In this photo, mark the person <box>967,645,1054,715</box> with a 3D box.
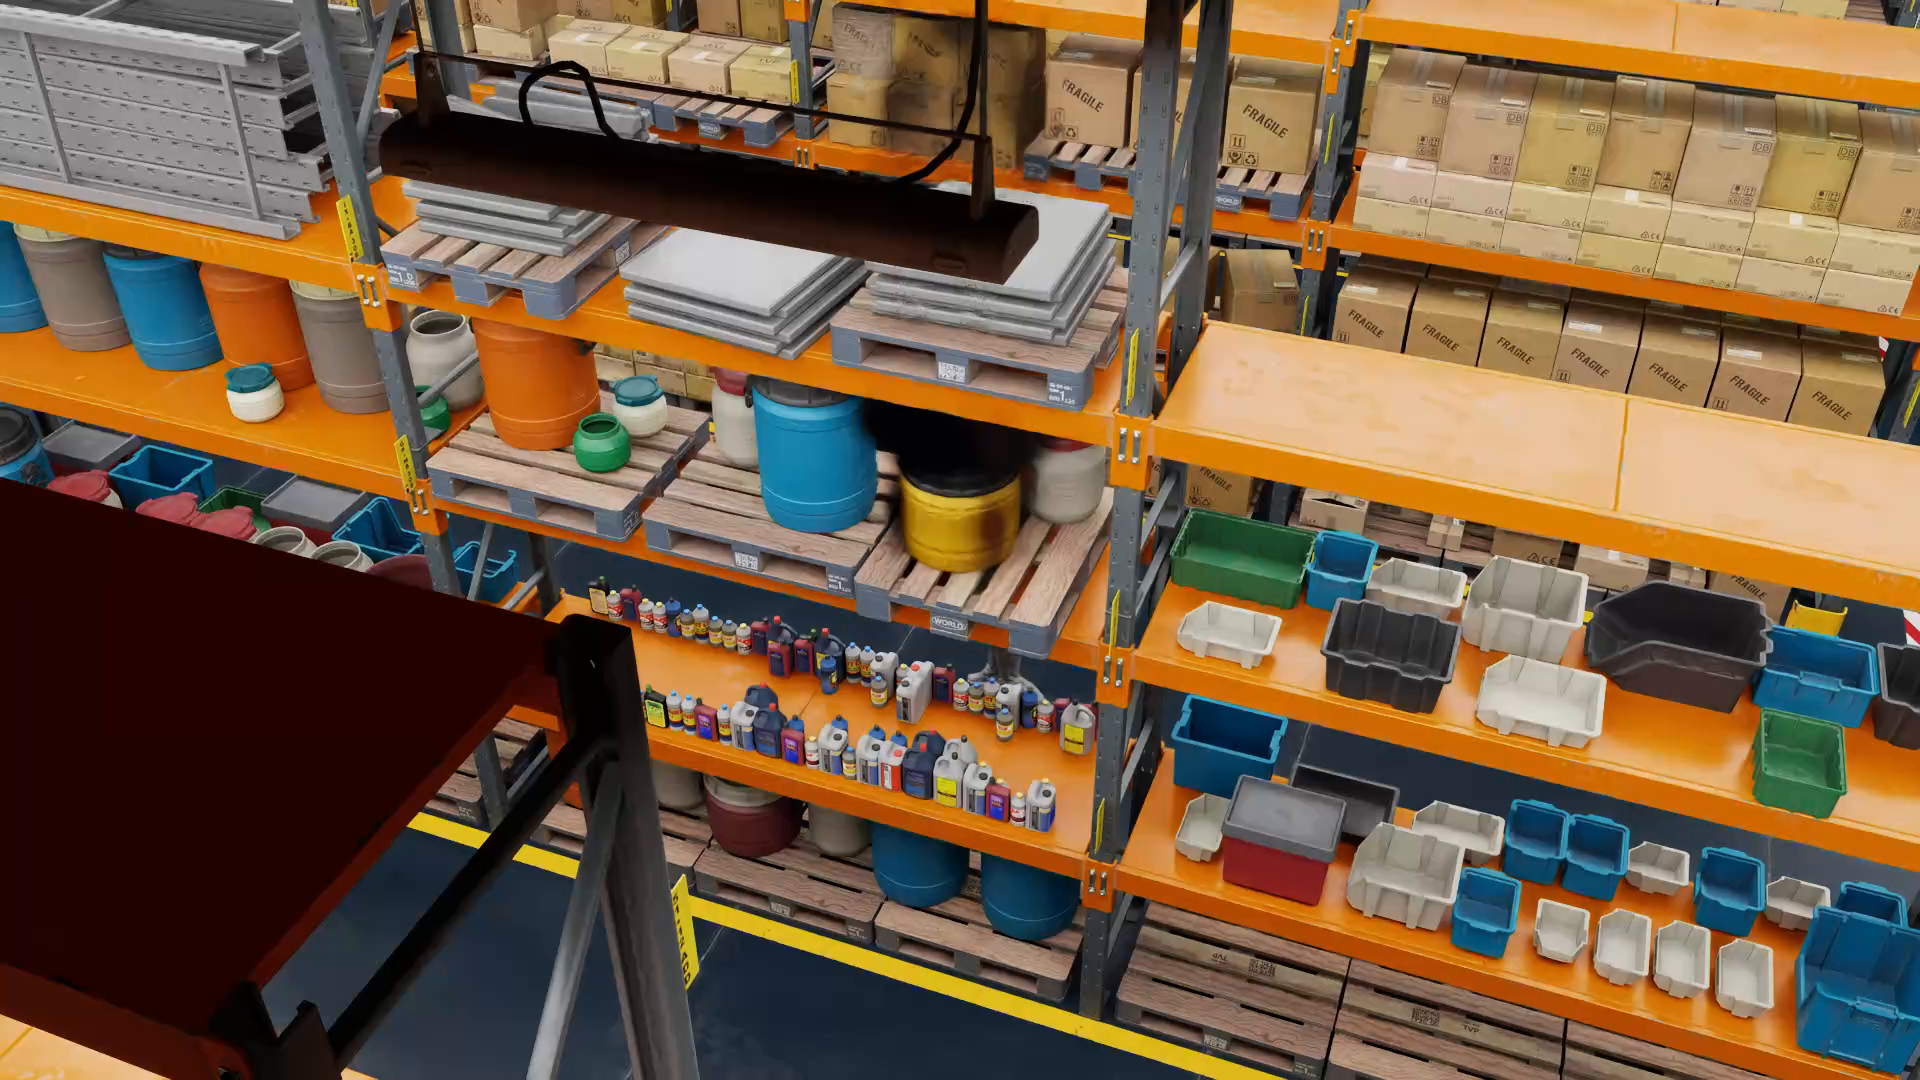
[{"bbox_3d":[0.333,0.599,11.187,0.938,1.684,0.626,20,41,25],"label":"person"}]
